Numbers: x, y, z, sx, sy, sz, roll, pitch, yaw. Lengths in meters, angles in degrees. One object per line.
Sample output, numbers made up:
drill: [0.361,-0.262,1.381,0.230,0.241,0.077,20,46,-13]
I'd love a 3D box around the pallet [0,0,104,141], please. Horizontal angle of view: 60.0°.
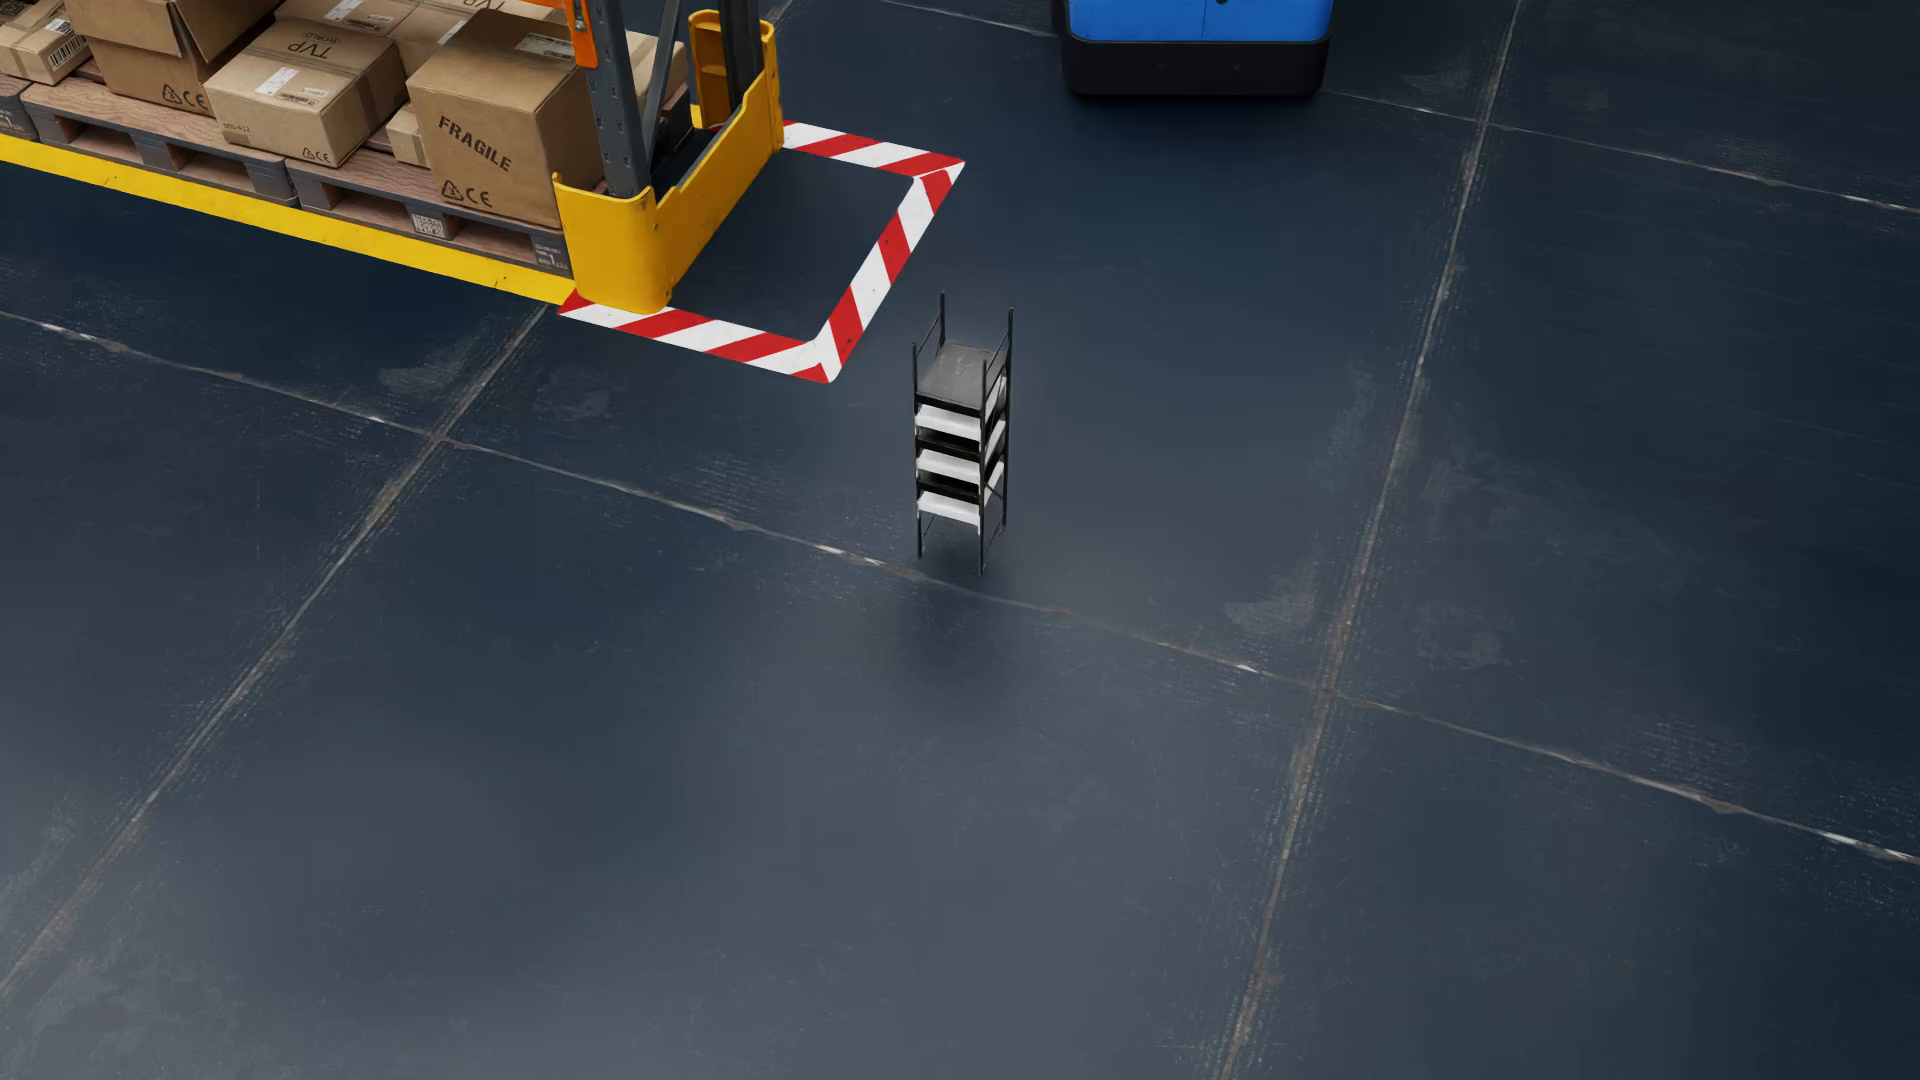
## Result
pallet: [-4.081,-2.166,6.988,1.213,0.211,1.003,16,51,13]

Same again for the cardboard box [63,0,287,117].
cardboard box: [-2.961,-2.098,6.444,0.637,0.503,0.797,16,51,13]

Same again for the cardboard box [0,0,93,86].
cardboard box: [-3.591,-1.993,6.576,0.250,0.166,0.380,16,51,13]

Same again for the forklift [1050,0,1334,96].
forklift: [0.961,-3.851,6.648,1.130,2.935,3.031,0,49,0]

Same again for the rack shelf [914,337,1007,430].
rack shelf: [0.008,-0.448,4.729,0.200,0.077,0.258,16,51,13]

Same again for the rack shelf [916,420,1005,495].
rack shelf: [0.008,-0.271,4.933,0.200,0.077,0.258,16,51,13]

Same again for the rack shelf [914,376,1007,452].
rack shelf: [0.008,-0.389,4.797,0.200,0.077,0.258,16,51,13]

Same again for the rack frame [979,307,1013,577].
rack frame: [0.103,-0.266,4.885,0.006,0.900,0.240,16,51,13]

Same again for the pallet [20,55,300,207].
pallet: [-2.933,-1.848,6.712,1.213,0.211,1.003,16,51,13]

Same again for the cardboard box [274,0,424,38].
cardboard box: [-2.322,-2.061,6.580,0.500,0.250,0.500,16,51,13]

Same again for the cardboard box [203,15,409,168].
cardboard box: [-2.449,-1.694,6.261,0.500,0.250,0.500,16,51,13]

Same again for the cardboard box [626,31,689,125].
cardboard box: [-1.246,-1.776,6.400,0.250,0.149,0.380,16,51,13]

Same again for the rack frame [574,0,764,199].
rack frame: [-0.973,-2.212,5.183,0.127,3.000,1.000,16,51,13]

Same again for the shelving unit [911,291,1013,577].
shelving unit: [0.008,-0.293,4.908,0.210,0.900,0.258,16,51,13]

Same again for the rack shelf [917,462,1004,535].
rack shelf: [0.008,-0.153,5.069,0.200,0.077,0.258,16,51,13]

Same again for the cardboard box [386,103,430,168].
cardboard box: [-1.917,-1.566,6.206,0.250,0.166,0.380,16,51,13]

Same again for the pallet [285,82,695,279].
pallet: [-1.792,-1.527,6.434,1.213,0.211,1.003,16,51,13]

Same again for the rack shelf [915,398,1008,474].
rack shelf: [0.008,-0.330,4.865,0.200,0.077,0.258,16,51,13]

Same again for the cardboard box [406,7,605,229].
cardboard box: [-1.568,-1.506,5.933,0.500,0.500,0.500,16,51,13]

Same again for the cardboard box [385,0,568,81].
cardboard box: [-1.853,-1.930,6.467,0.500,0.250,0.500,16,51,13]

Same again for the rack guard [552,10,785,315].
rack guard: [-1.044,-1.414,6.144,0.348,0.500,1.175,16,51,13]

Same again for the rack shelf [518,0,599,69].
rack shelf: [-2.849,-2.501,5.908,4.000,0.370,1.077,16,51,13]

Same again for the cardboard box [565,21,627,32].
cardboard box: [-1.481,-1.847,6.450,0.250,0.166,0.380,16,51,13]

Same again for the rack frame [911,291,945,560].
rack frame: [-0.088,-0.319,4.931,0.006,0.900,0.240,16,51,13]

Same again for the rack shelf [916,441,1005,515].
rack shelf: [0.008,-0.212,5.001,0.200,0.077,0.258,16,51,13]
